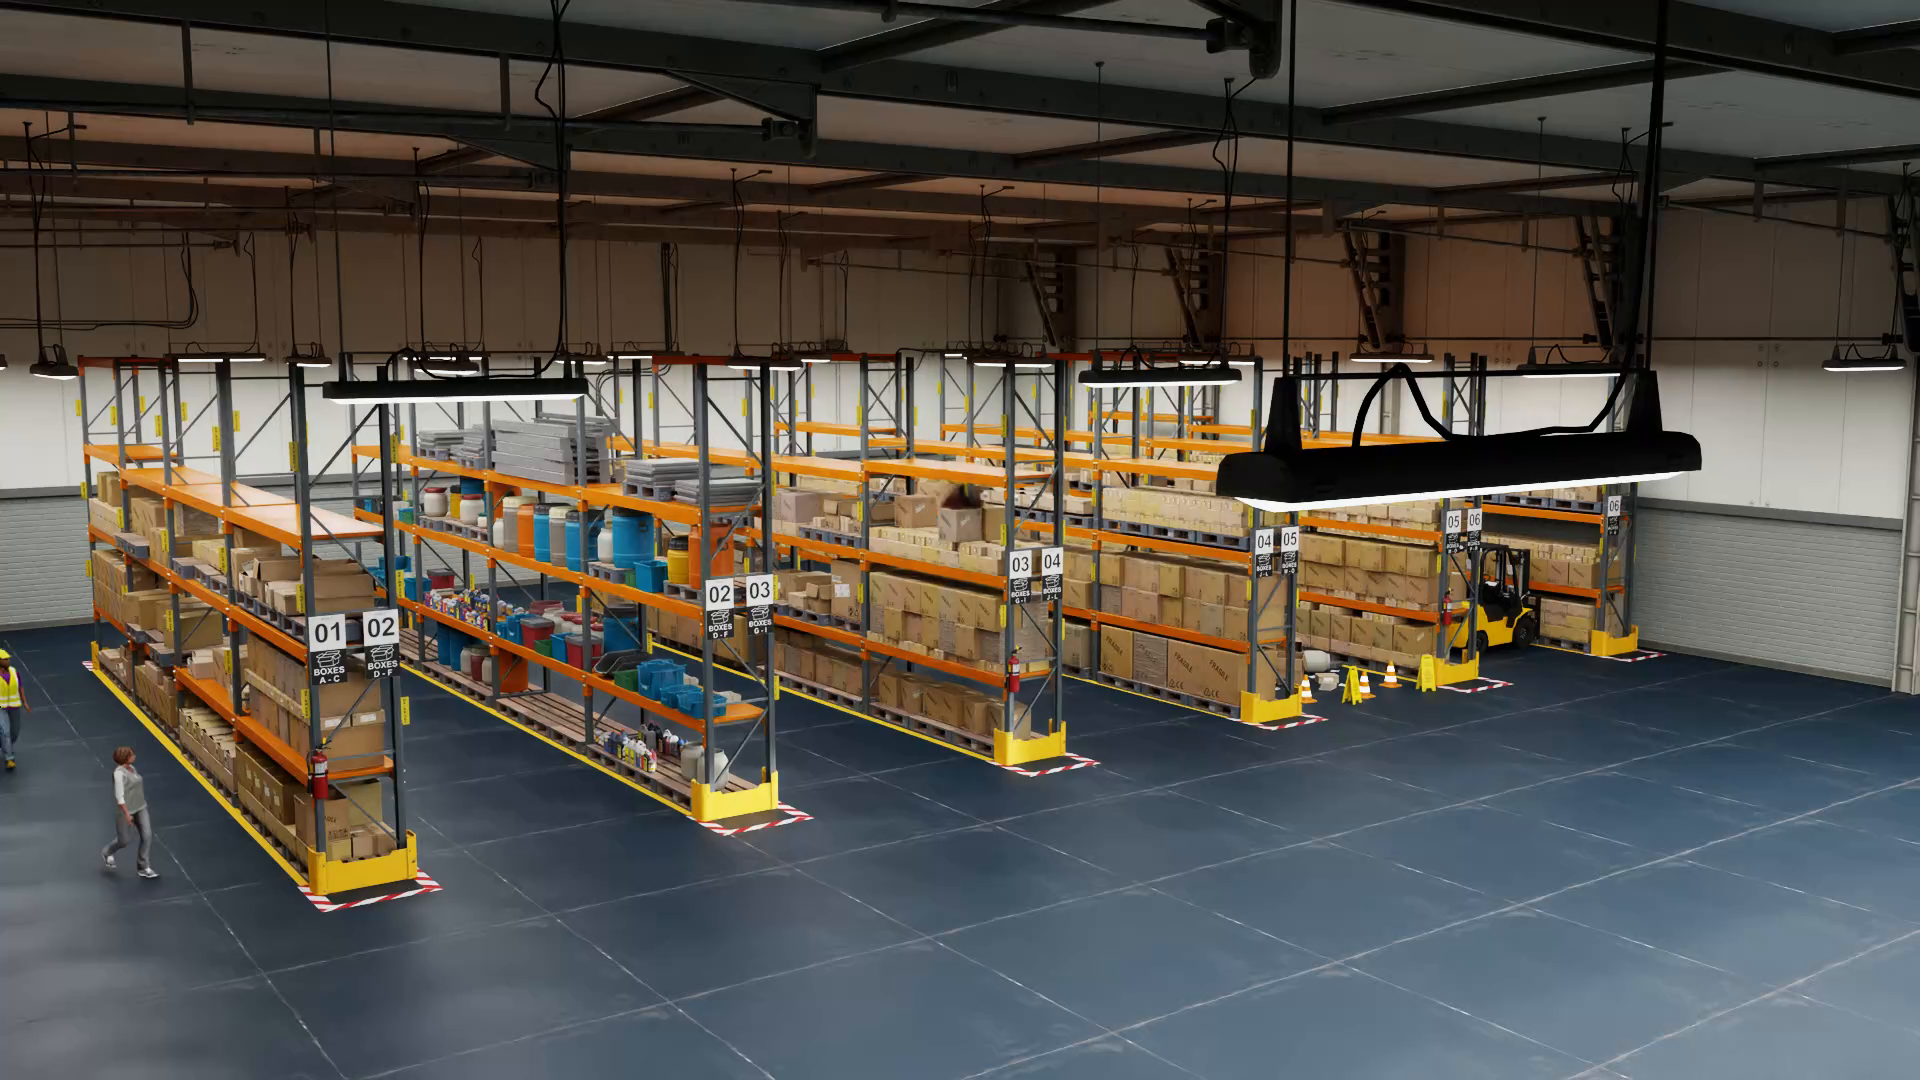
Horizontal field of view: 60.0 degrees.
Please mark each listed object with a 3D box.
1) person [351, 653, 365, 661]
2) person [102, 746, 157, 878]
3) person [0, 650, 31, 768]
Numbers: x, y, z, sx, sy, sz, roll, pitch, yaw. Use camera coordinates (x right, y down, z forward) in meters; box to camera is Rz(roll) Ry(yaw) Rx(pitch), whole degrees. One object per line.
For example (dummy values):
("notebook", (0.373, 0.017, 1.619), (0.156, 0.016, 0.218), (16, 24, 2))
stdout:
("person", (-10.405, 2.047, 28.596), (0.489, 1.632, 0.665), (-5, 9, -37))
("person", (-9.824, 3.183, 19.596), (0.772, 1.558, 0.402), (5, 8, 33))
("person", (-14.212, 2.486, 24.715), (0.975, 1.732, 0.685), (7, 10, 43))
